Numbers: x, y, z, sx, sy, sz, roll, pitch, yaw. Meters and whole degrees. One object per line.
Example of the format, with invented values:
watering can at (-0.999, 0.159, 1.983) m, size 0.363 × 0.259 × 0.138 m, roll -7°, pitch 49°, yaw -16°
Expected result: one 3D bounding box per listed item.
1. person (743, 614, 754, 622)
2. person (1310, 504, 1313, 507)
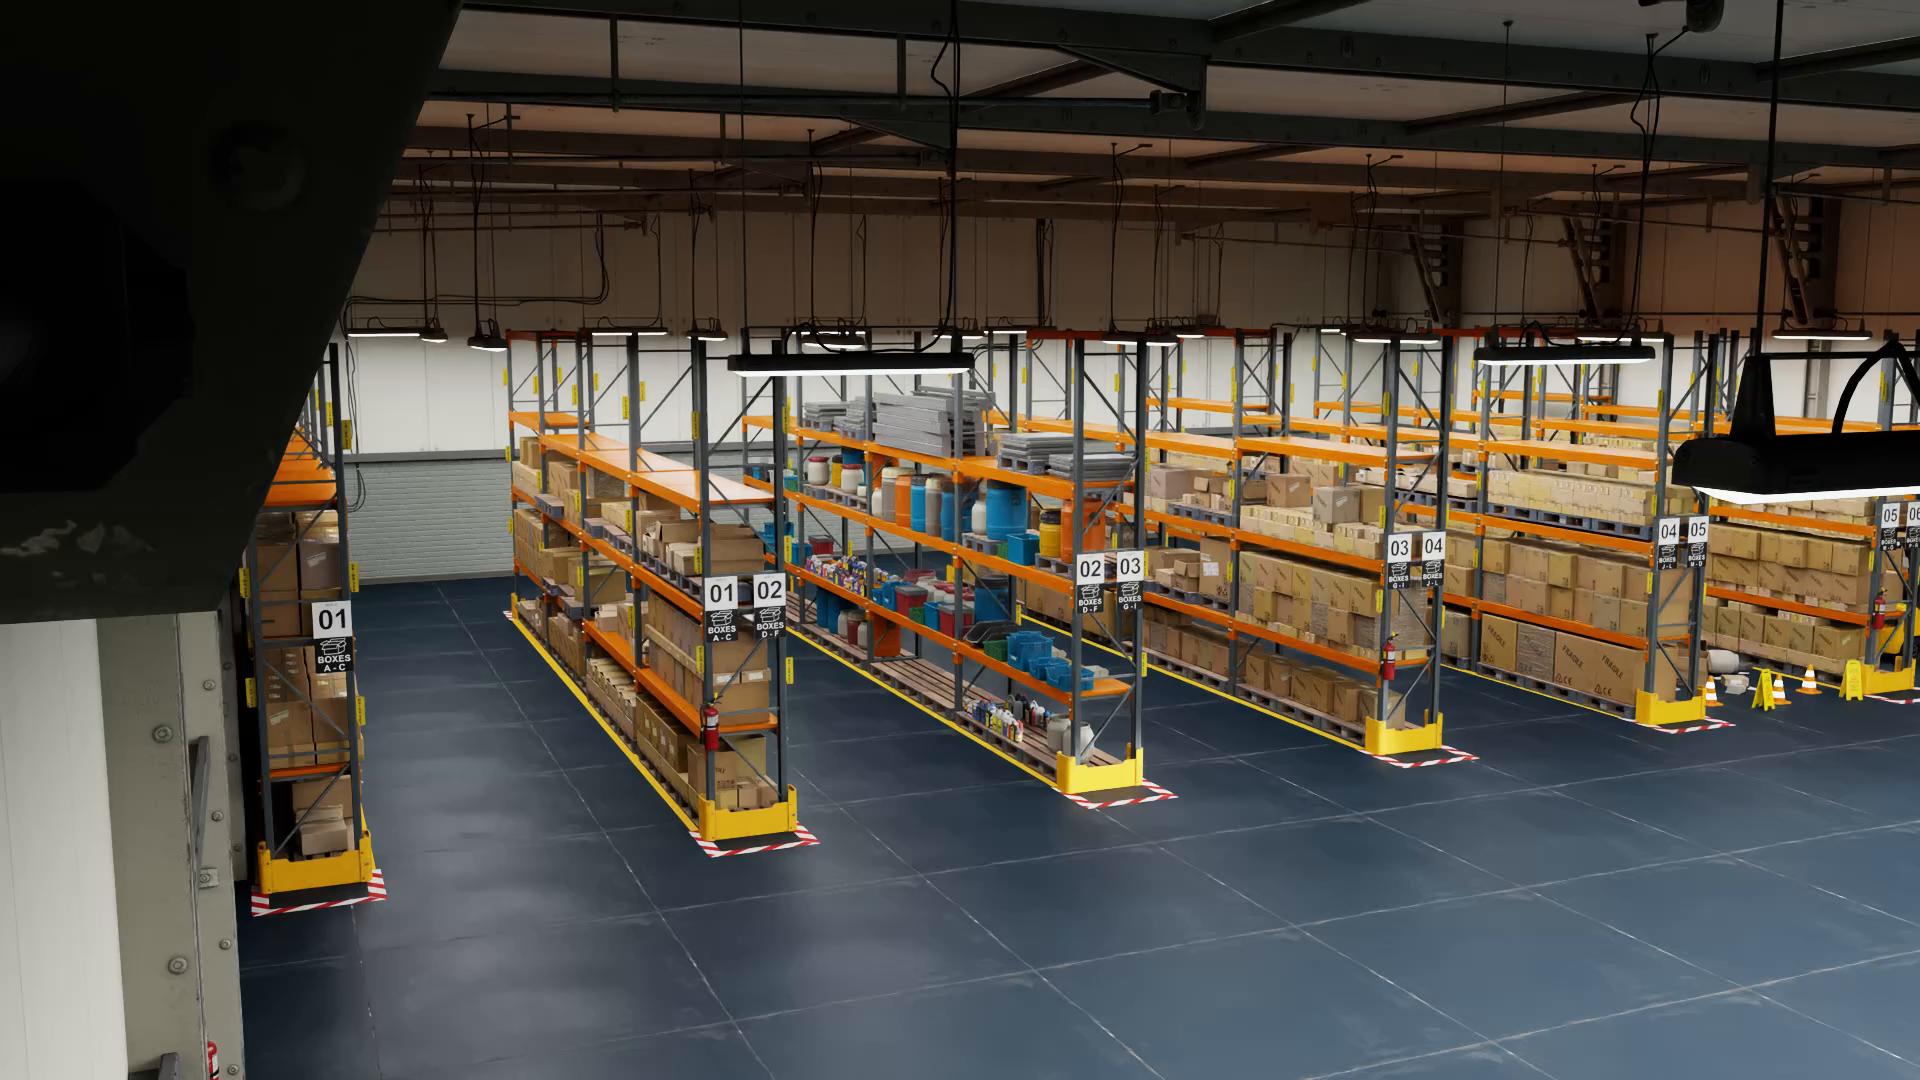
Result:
person at (-3.877, 1.445, 29.553) m, size 0.565 × 1.776 × 0.487 m, roll 2°, pitch 8°, yaw 12°
person at (8.600, -0.052, 40.891) m, size 0.370 × 1.697 × 0.521 m, roll 6°, pitch 10°, yaw 36°
